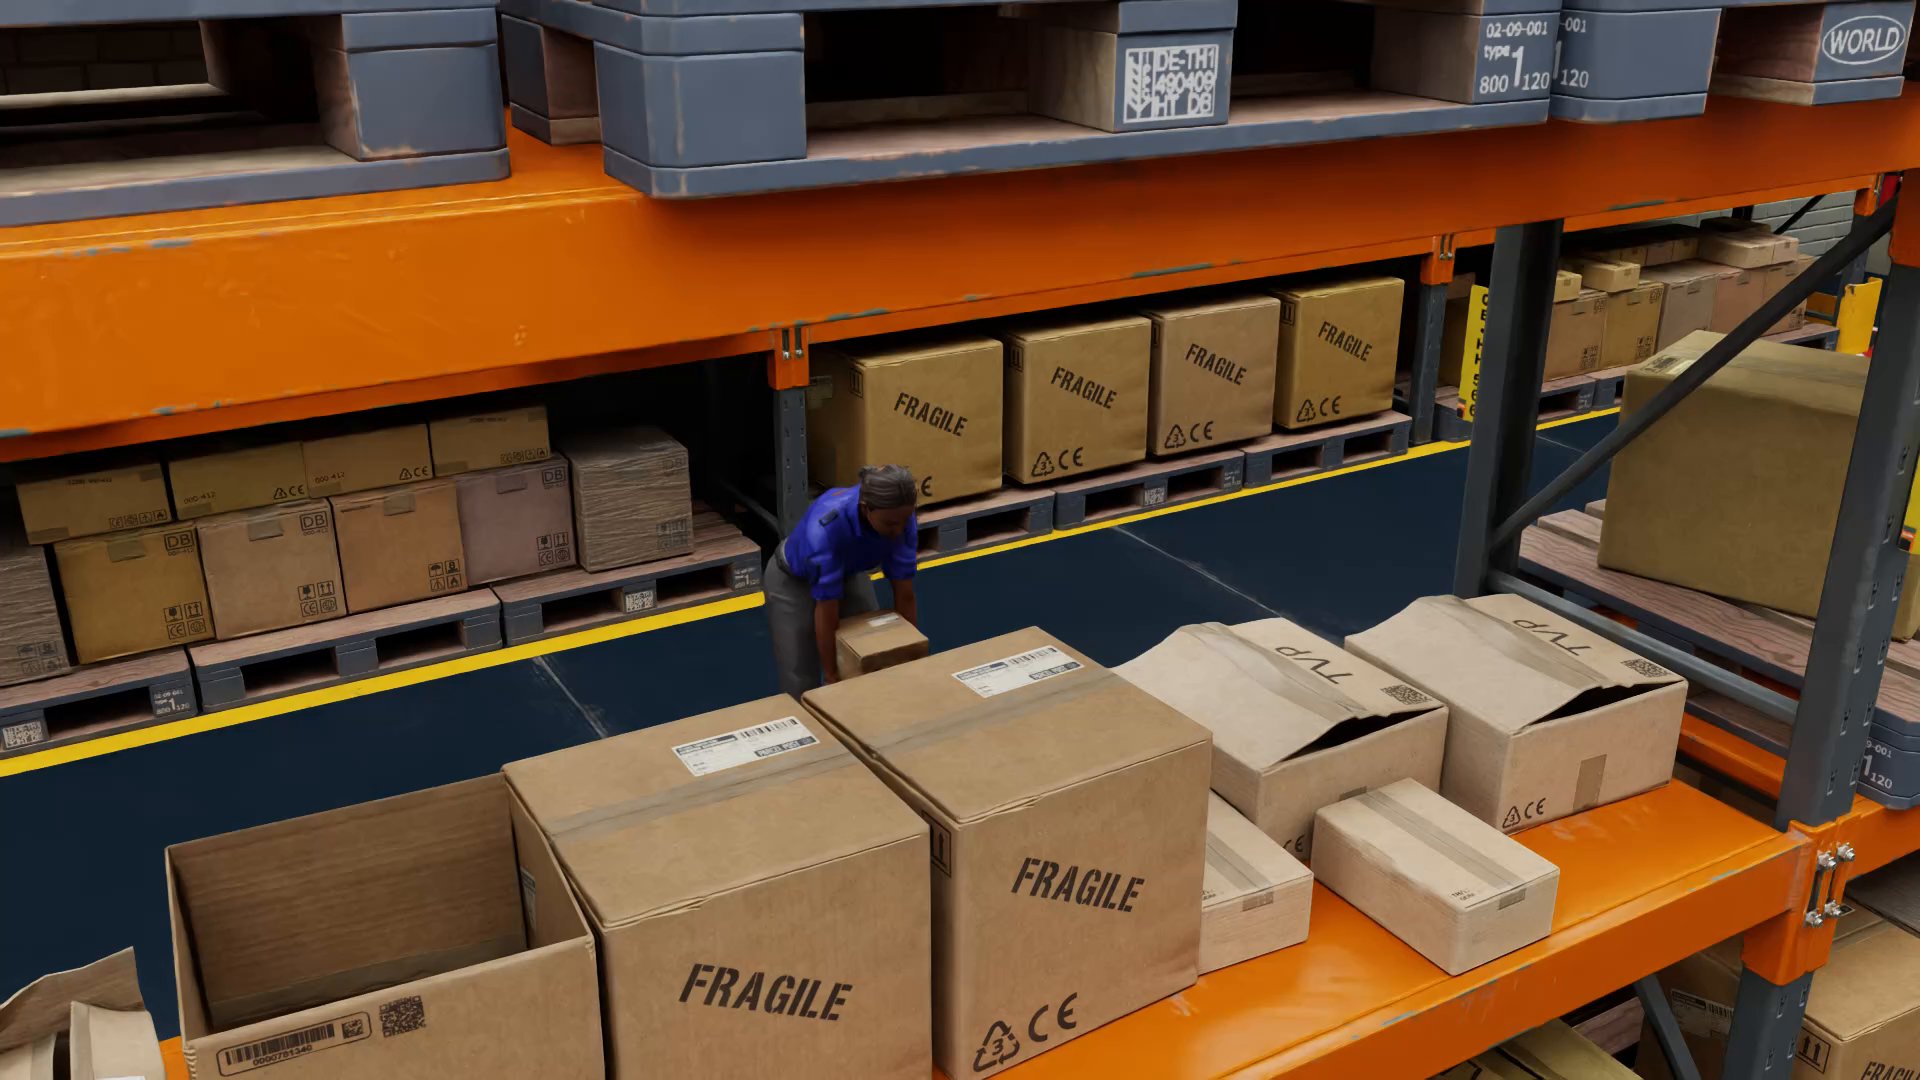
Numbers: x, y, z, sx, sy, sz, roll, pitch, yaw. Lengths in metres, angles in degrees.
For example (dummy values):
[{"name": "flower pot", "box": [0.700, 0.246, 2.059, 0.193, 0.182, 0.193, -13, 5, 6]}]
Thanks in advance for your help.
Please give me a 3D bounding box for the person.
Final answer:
[{"name": "person", "box": [-0.375, 0.333, 5.632, 0.413, 1.394, 0.740, -13, 25, -30]}]
